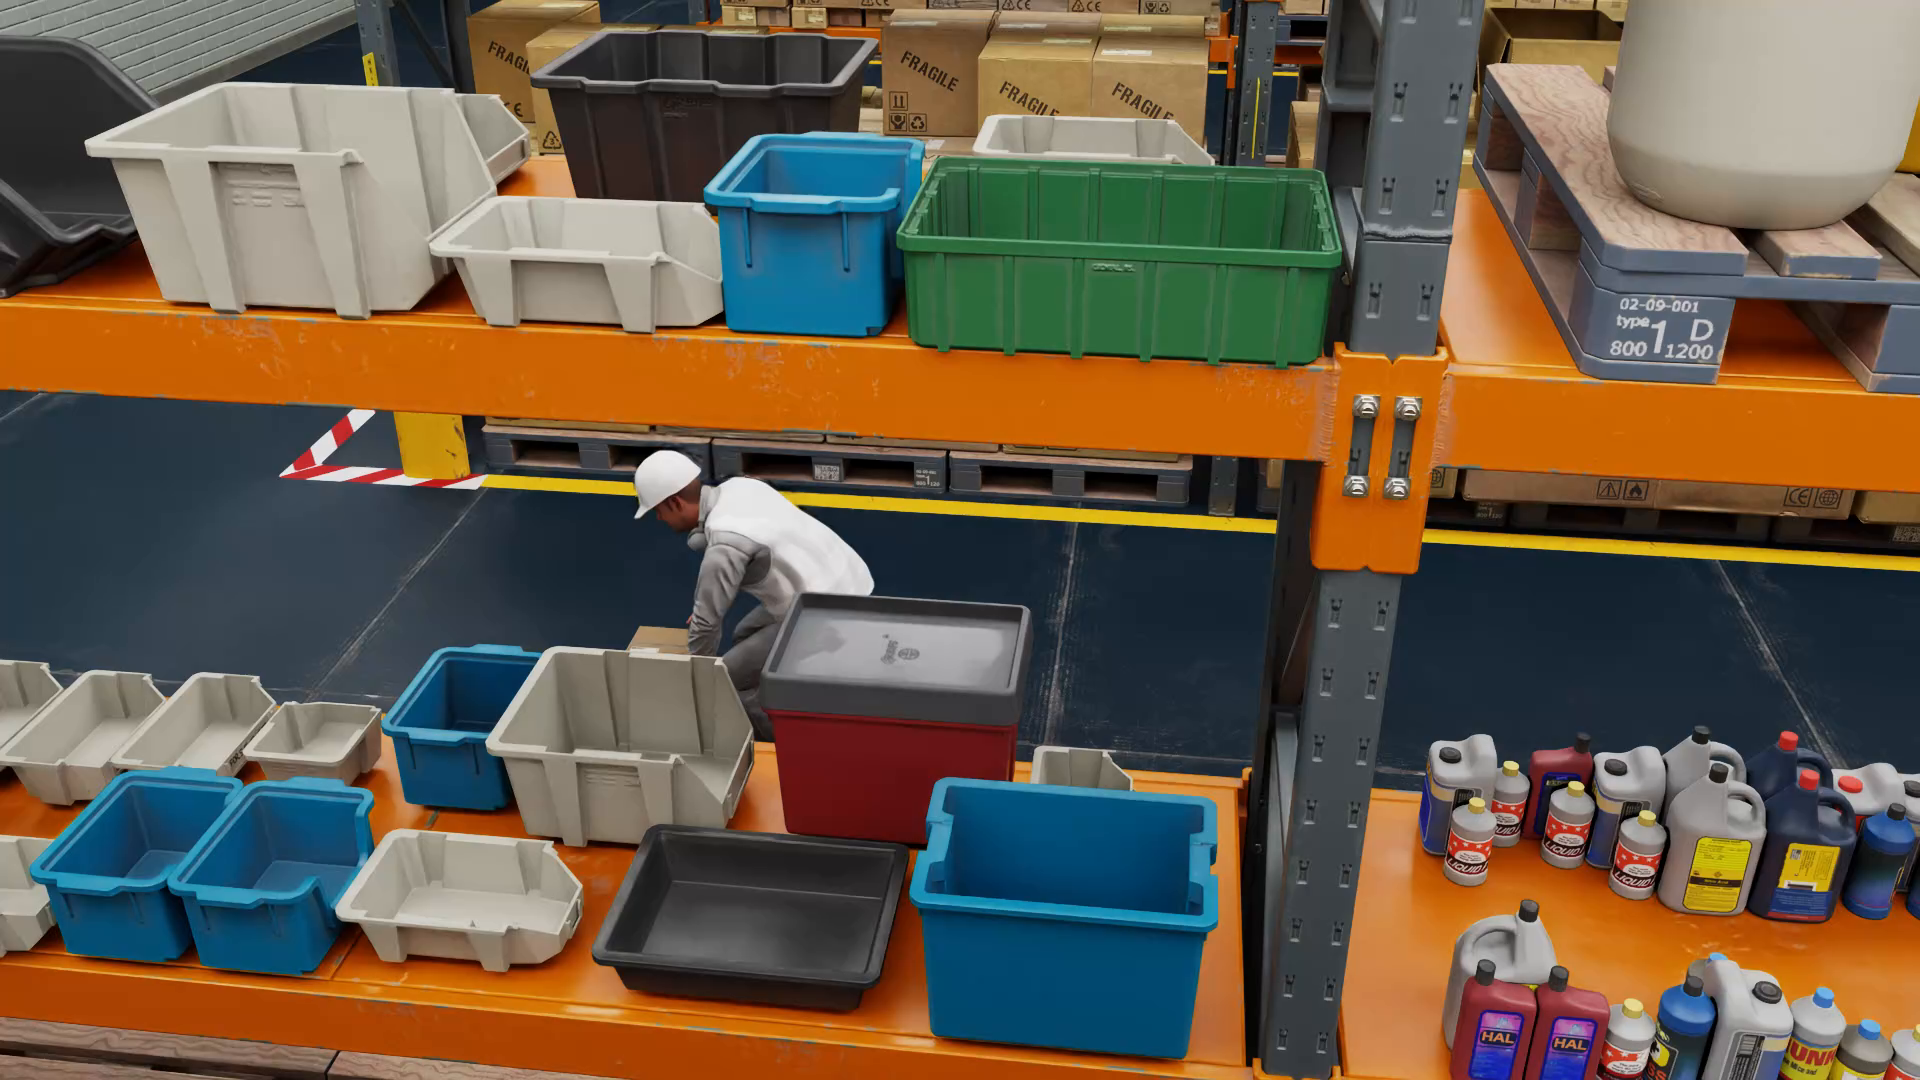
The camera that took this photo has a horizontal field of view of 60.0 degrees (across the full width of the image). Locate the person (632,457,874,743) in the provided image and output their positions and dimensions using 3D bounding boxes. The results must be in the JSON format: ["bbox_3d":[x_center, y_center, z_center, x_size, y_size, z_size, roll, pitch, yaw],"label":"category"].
[{"bbox_3d":[-0.748,0.281,6.129,0.836,1.249,0.579,3,28,6],"label":"person"}]
